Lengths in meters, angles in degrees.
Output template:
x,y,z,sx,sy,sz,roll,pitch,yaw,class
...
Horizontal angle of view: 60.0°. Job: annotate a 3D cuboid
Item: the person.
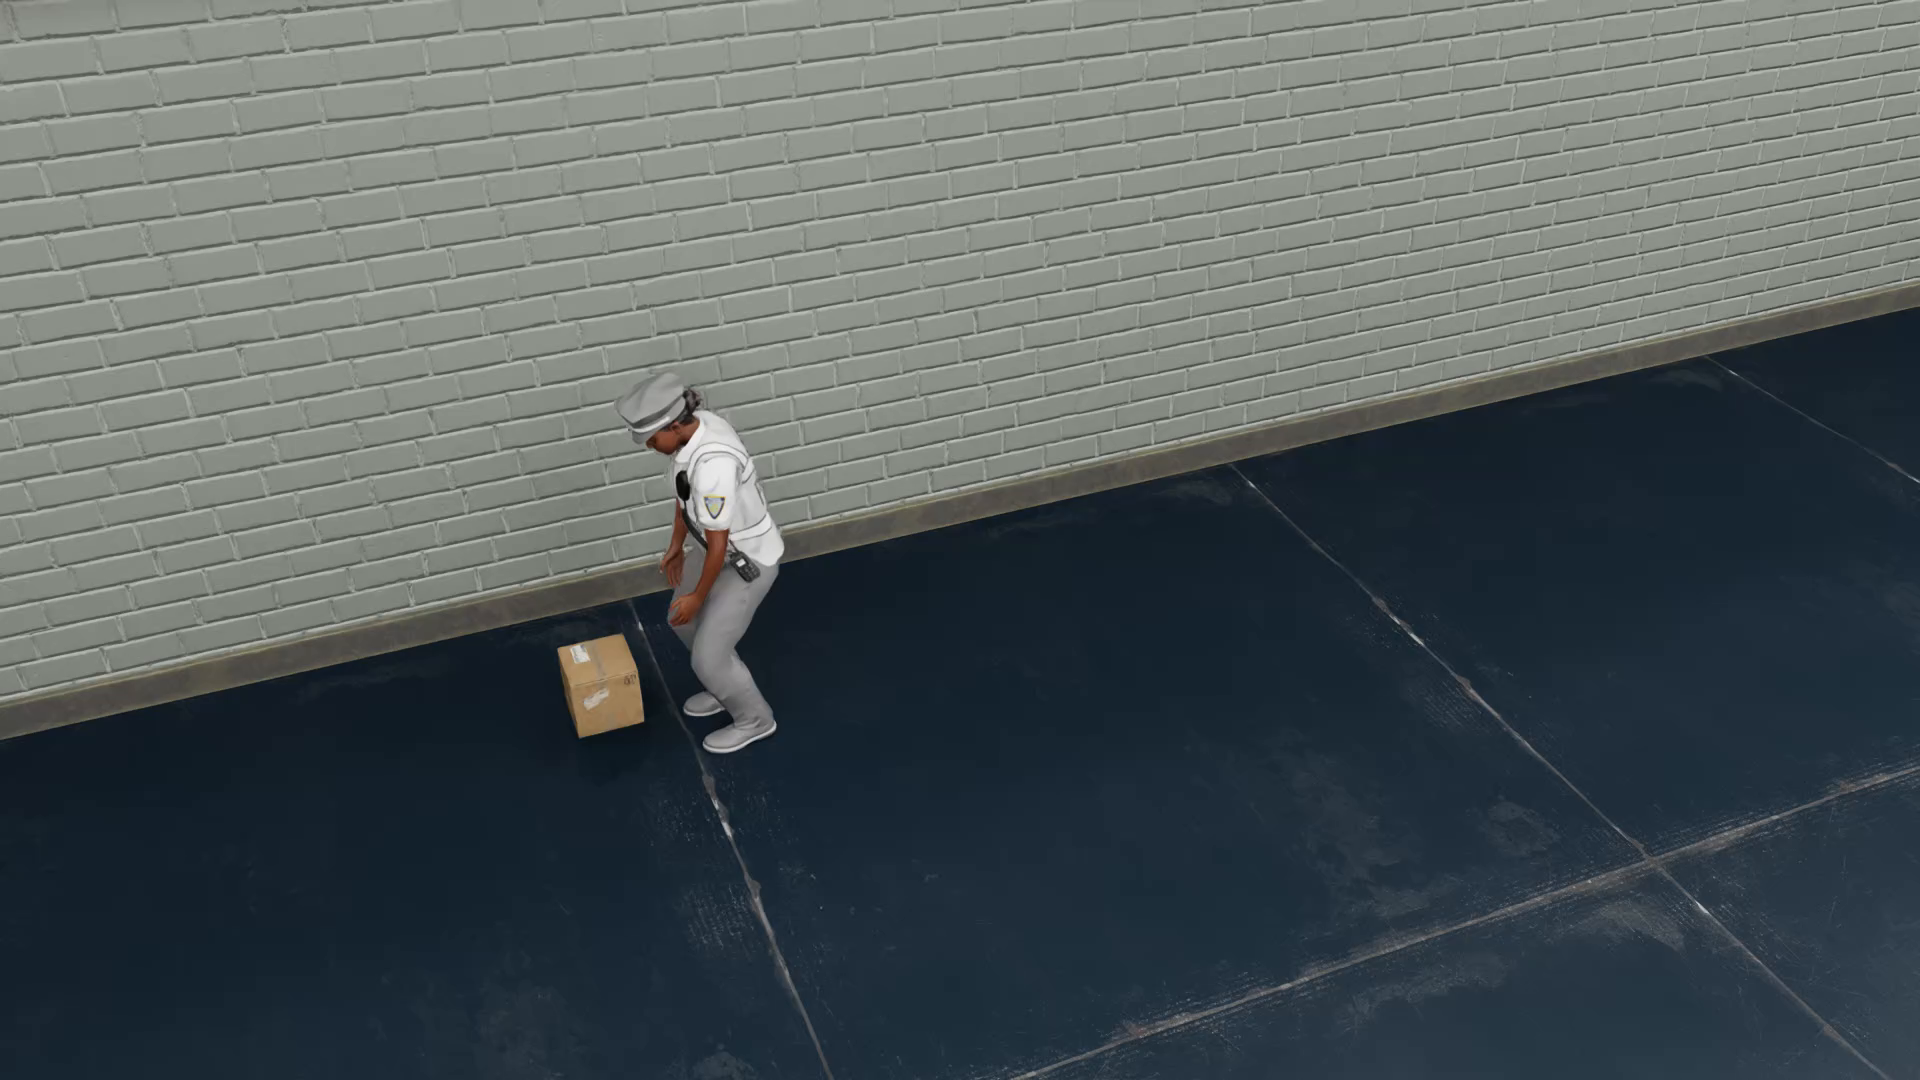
x,y,z,sx,sy,sz,roll,pitch,yaw,class
-0.913,0.093,6.103,0.541,1.563,0.476,-12,36,-18,person
